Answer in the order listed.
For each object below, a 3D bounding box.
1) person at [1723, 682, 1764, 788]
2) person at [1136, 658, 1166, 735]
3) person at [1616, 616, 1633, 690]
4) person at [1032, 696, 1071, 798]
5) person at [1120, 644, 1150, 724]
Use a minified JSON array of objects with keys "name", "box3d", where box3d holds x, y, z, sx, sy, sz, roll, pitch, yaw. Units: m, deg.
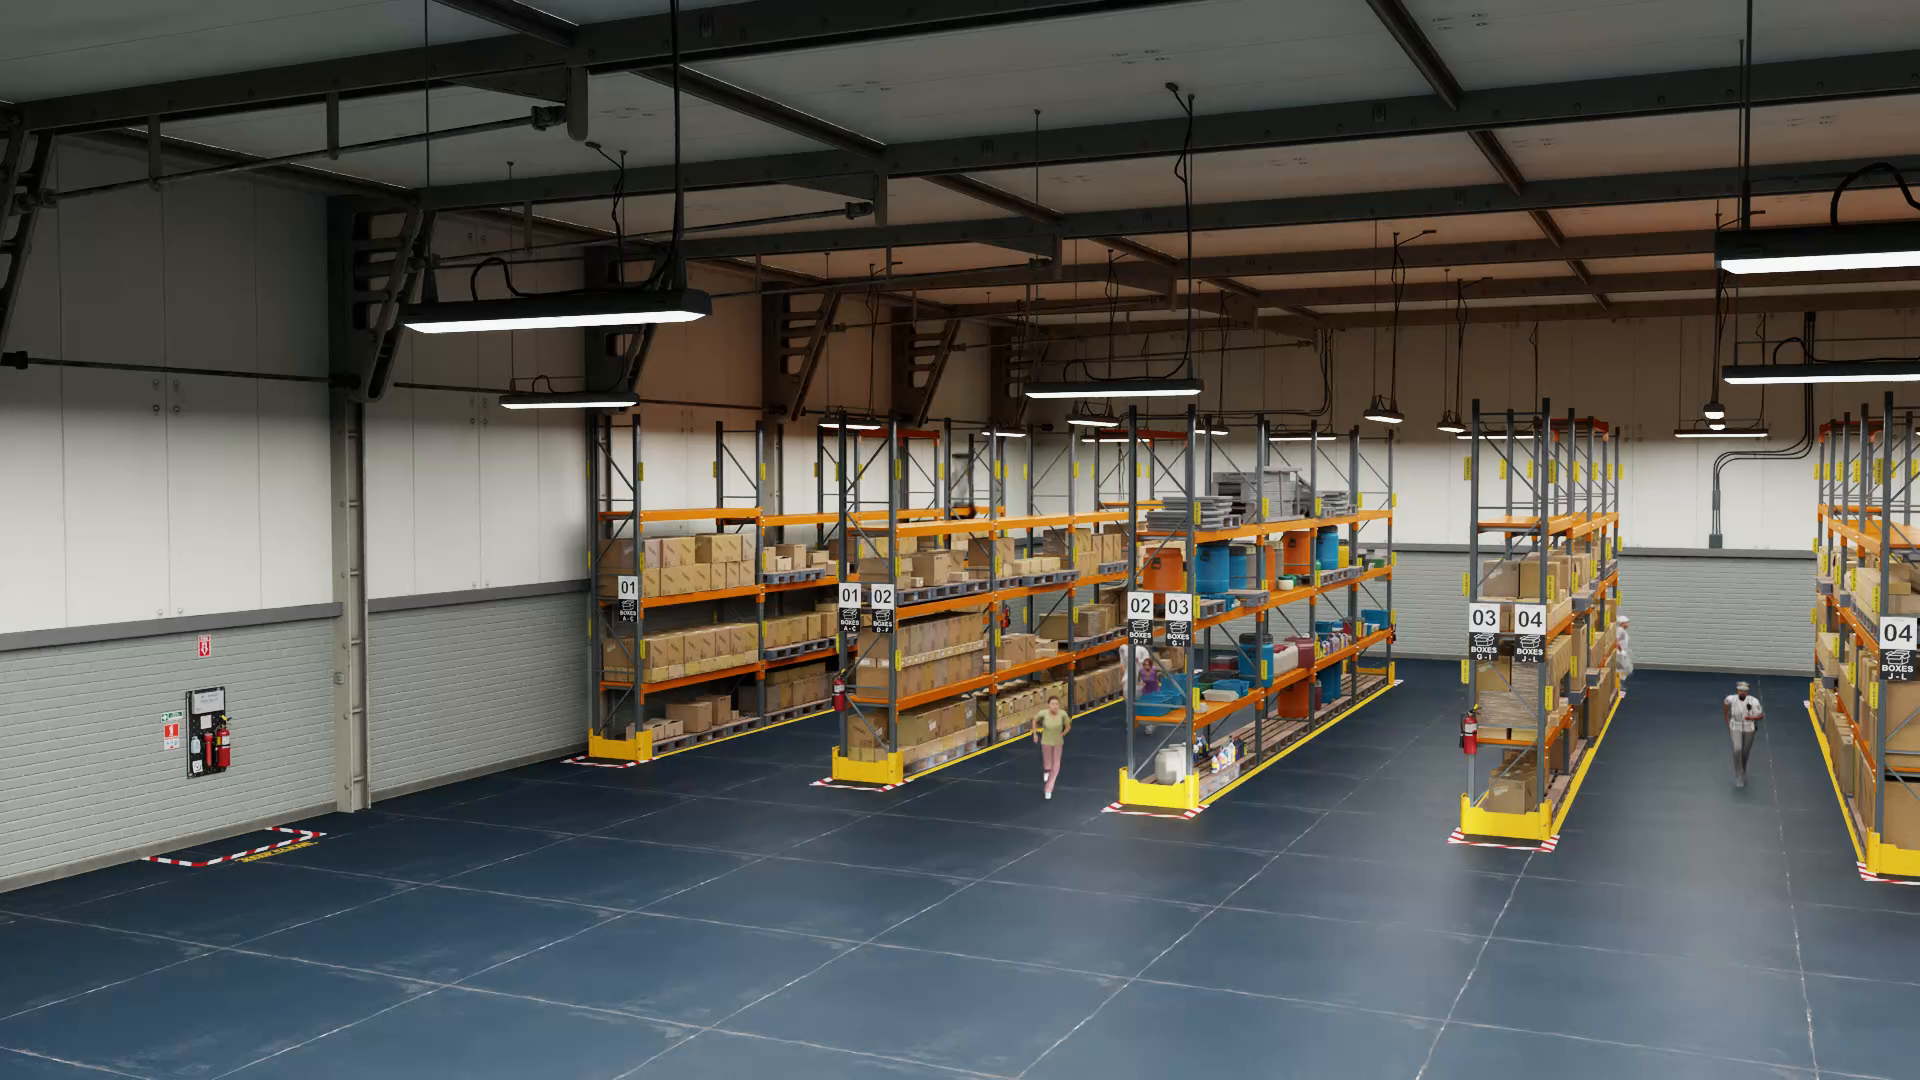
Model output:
[{"name":"person","box3d":[12.548,3.087,26.698,0.544,1.699,0.953,1,3,22]},{"name":"person","box3d":[3.645,2.968,31.753,0.566,1.498,0.904,1,2,14]},{"name":"person","box3d":[15.101,2.583,38.026,0.549,1.714,0.712,1,3,28]},{"name":"person","box3d":[1.411,3.167,25.599,0.572,1.599,0.690,0,2,-7]},{"name":"person","box3d":[3.506,2.770,33.269,0.696,1.791,1.032,1,2,17]}]
